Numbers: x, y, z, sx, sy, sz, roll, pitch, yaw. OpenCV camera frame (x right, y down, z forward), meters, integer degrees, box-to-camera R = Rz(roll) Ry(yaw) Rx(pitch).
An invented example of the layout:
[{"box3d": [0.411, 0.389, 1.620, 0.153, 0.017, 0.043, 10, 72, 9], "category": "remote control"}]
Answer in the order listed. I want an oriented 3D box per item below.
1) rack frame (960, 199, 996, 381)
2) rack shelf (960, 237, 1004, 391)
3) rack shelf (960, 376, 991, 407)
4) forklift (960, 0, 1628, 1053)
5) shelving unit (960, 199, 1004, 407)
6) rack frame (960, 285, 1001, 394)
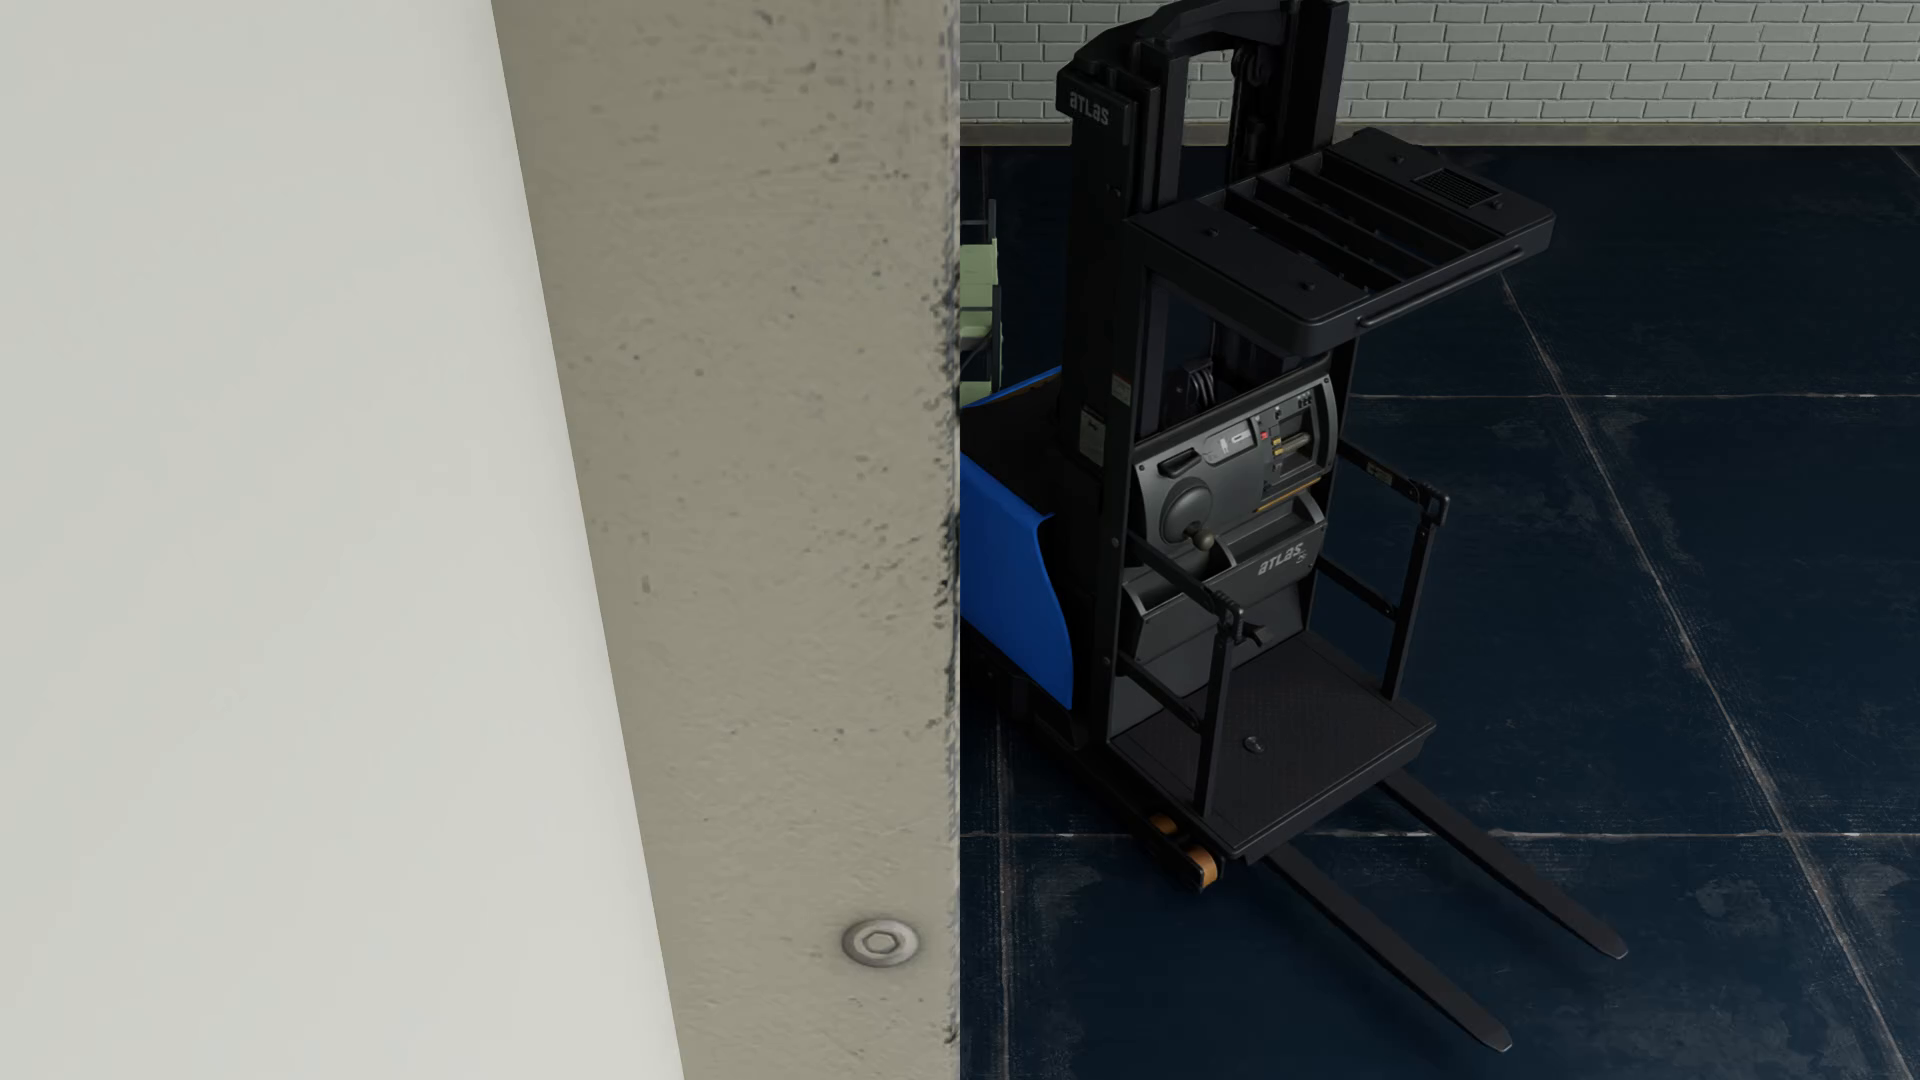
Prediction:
[{"box3d": [-0.043, -0.881, 7.649, 0.400, 1.500, 0.023, 0, 39, 0], "category": "rack frame"}, {"box3d": [-0.040, -0.956, 7.119, 0.431, 0.370, 0.720, 0, 39, 0], "category": "rack shelf"}, {"box3d": [-0.039, -0.397, 7.567, 0.431, 0.370, 0.720, 0, 39, 0], "category": "rack shelf"}, {"box3d": [1.101, -0.206, 5.663, 1.130, 2.935, 3.031, -25, 45, -28], "category": "forklift"}, {"box3d": [-0.039, -0.652, 7.363, 0.431, 1.500, 0.755, 0, 39, 0], "category": "shelving unit"}, {"box3d": [-0.035, -0.423, 7.078, 0.400, 1.500, 0.023, 0, 39, 0], "category": "rack frame"}]
